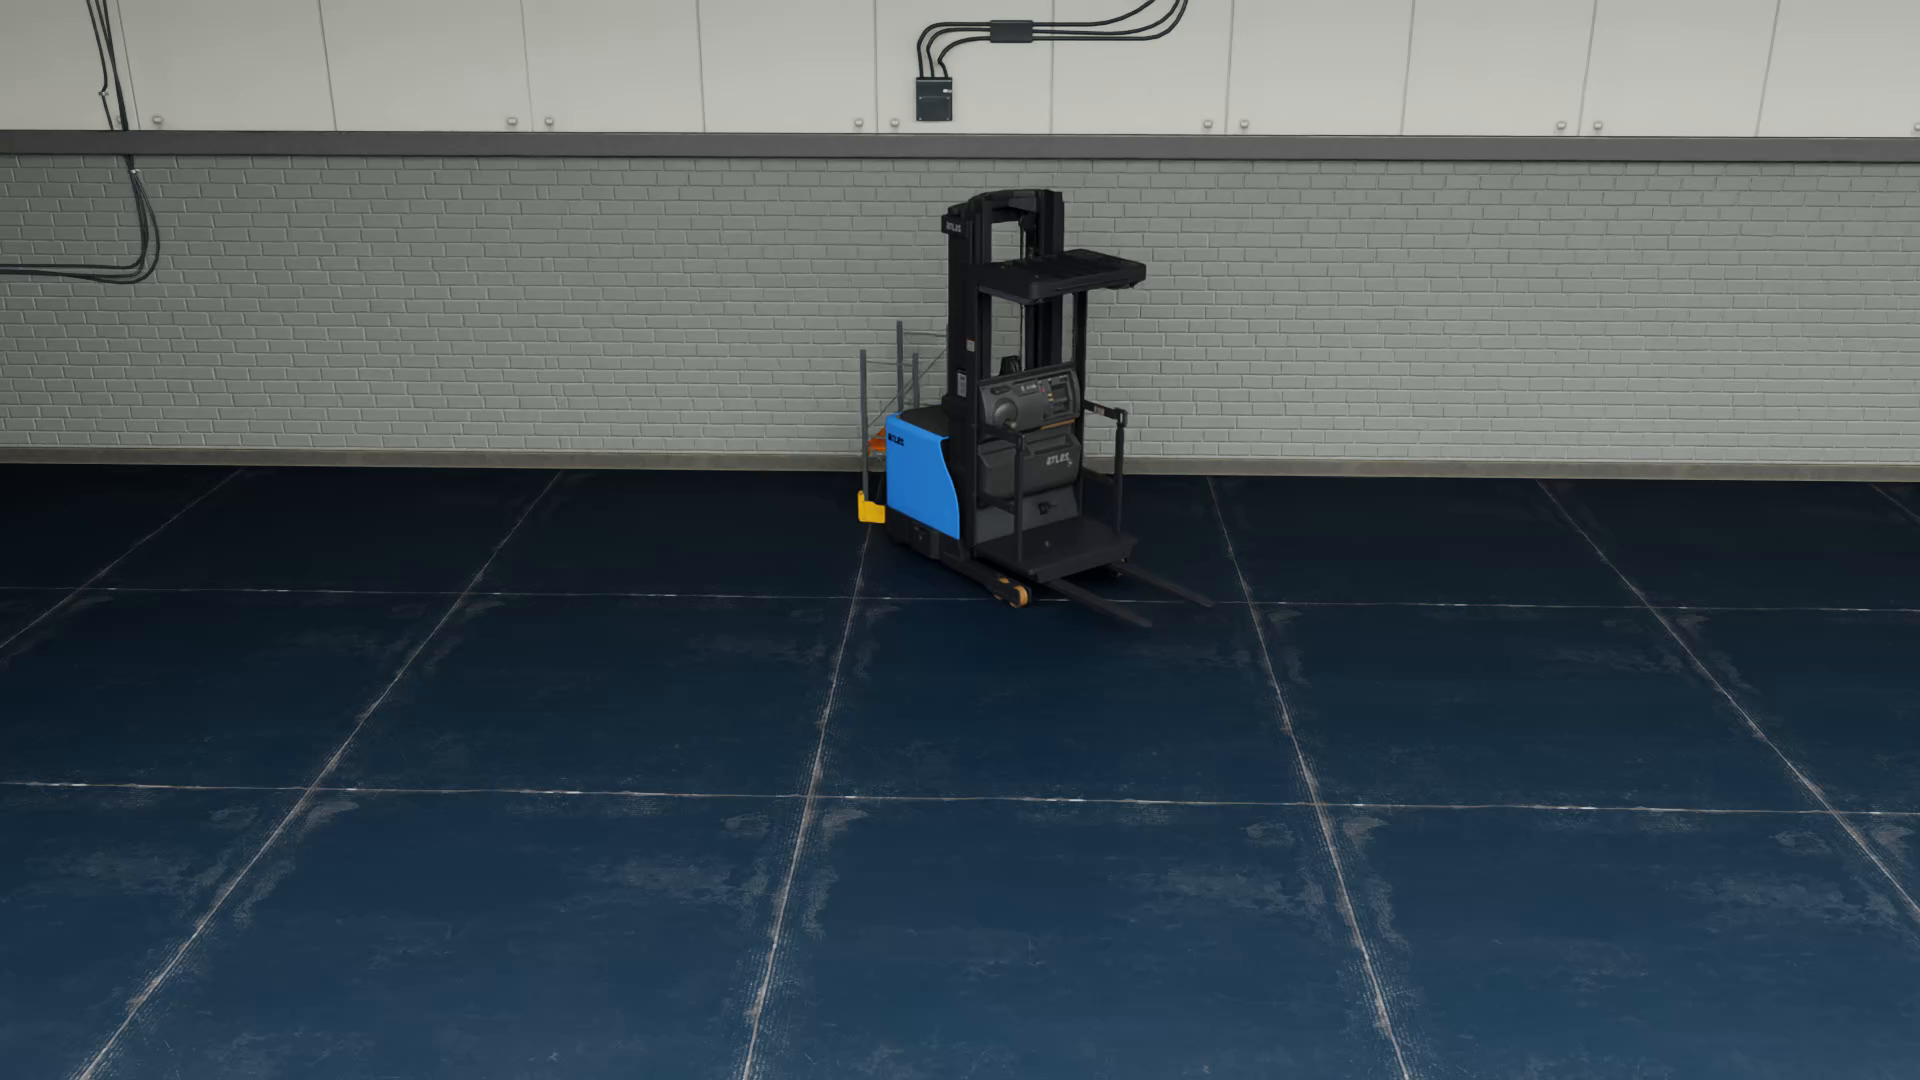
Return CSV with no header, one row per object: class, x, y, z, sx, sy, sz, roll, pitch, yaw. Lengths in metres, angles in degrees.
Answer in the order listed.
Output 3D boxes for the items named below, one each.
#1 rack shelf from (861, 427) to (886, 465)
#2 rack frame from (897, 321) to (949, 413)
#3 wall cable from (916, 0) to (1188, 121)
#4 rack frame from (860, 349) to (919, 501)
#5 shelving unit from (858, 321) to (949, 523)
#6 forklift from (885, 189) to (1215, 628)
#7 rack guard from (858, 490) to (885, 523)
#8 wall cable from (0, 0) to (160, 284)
rack shelf,-0.447,-0.861,14.465,0.538,0.185,1.000,6,22,14
rack frame,-0.312,-1.206,14.857,0.500,1.500,0.032,6,22,14
wall cable,0.780,-6.383,13.132,2.305,6.003,0.169,1,21,2
rack frame,-0.582,-0.852,13.944,0.500,1.500,0.032,6,22,14
shelving unit,-0.449,-1.026,14.392,0.587,1.500,1.083,6,22,14
forklift,0.666,-1.058,12.497,1.130,2.935,3.031,-15,26,-34
rack guard,-0.582,-0.269,14.171,0.587,0.250,0.087,6,22,14
wall cable,-8.708,-3.460,14.592,3.097,2.526,0.112,1,21,2
